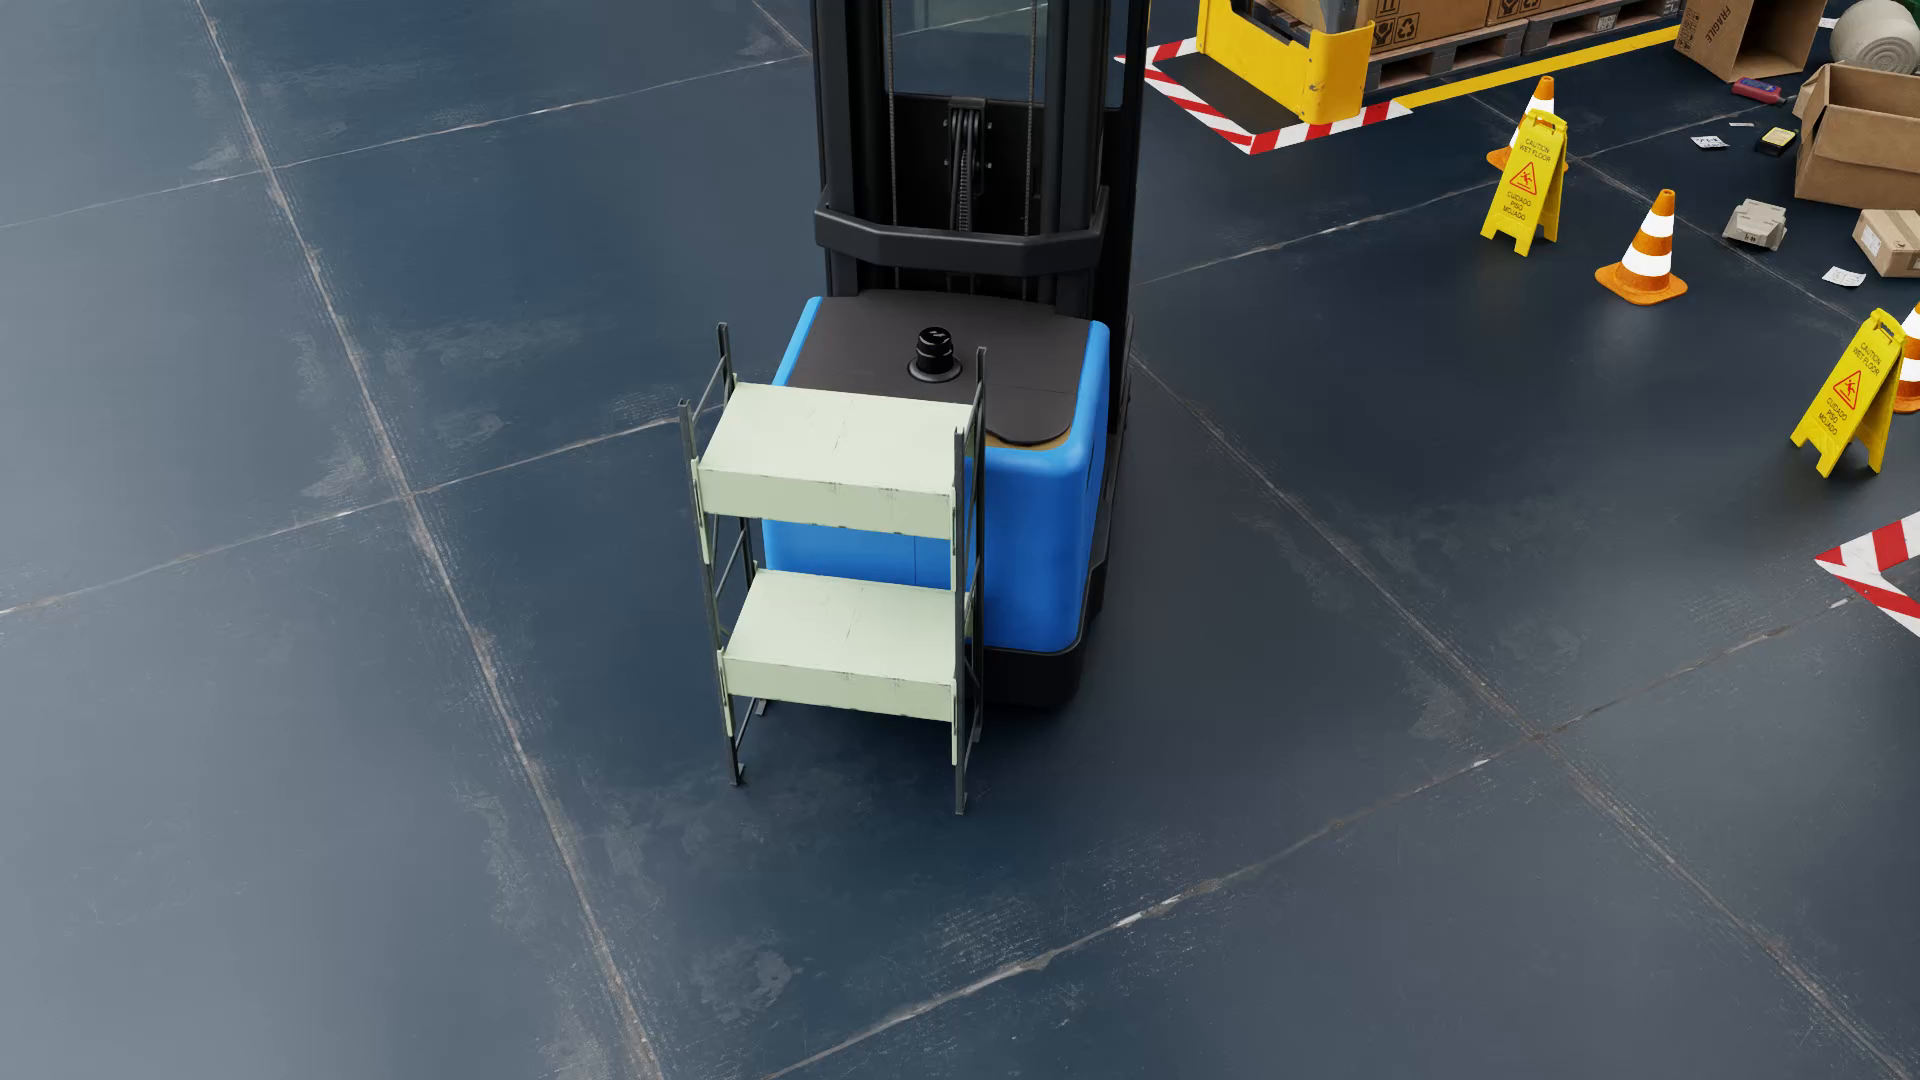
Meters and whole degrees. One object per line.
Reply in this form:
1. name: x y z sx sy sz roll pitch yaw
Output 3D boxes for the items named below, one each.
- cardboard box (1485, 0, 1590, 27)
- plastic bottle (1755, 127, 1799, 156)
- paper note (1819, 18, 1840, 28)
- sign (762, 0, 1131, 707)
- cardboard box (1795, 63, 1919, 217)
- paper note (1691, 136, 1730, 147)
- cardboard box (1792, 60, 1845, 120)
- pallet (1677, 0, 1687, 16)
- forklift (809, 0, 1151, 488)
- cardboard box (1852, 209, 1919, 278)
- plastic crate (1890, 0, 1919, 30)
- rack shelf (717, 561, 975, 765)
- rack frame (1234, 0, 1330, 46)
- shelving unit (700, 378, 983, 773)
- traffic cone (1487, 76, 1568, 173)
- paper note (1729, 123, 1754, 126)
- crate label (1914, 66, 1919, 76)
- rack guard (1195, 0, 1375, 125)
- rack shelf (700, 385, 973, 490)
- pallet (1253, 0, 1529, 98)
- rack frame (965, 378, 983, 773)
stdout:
1. cardboard box: 3.132 -3.585 9.483 0.875 0.875 0.875 -19 44 -21
2. plastic bottle: 4.269 -2.091 8.673 0.133 0.061 0.283 31 49 31
3. paper note: 5.152 -3.073 9.856 0.147 0.020 0.142 15 42 17
4. sign: 0.008 -1.112 5.376 2.025 2.768 2.177 -19 44 -21
5. cardboard box: 4.547 -1.948 8.161 0.797 0.503 0.637 15 42 17
6. paper note: 3.920 -2.081 8.686 0.142 0.017 0.144 -5 40 -6
7. cardboard box: 4.656 -2.314 8.778 0.258 0.266 0.396 -12 42 -13
8. pallet: 4.619 -3.679 10.433 1.213 0.211 1.003 -19 44 -21
9. forklift: 0.105 -1.520 5.778 1.121 2.935 3.031 6 41 7
10. cardboard box: 4.387 -1.386 7.772 0.250 0.149 0.380 2 40 2
11. plastic crate: 5.781 -3.072 9.689 0.662 0.188 0.450 2 30 2
12. rack shelf: -0.330 0.376 5.146 0.720 0.370 0.431 6 41 7
13. rack frame: 1.780 -3.734 8.339 0.053 2.616 0.949 -19 44 -21
14. shelving unit: -0.326 0.130 4.932 0.731 1.308 0.431 6 41 7
15. traffic cone: 2.909 -2.108 8.383 0.334 0.463 0.336 -19 44 -21
16. paper note: 4.163 -2.212 8.855 0.123 0.001 0.032 2 40 2
17. crate label: 5.477 -2.715 9.352 0.298 0.136 0.250 15 42 17
18. rack guard: 1.761 -2.771 9.136 0.348 0.500 1.175 -19 44 -21
19. rack shelf: -0.332 -0.240 4.614 0.686 0.124 0.368 6 41 7
20. pallet: 2.455 -2.951 9.573 1.213 0.211 1.003 -19 44 -21
21. rack frame: 0.030 0.170 4.885 0.010 1.308 0.380 6 41 7
